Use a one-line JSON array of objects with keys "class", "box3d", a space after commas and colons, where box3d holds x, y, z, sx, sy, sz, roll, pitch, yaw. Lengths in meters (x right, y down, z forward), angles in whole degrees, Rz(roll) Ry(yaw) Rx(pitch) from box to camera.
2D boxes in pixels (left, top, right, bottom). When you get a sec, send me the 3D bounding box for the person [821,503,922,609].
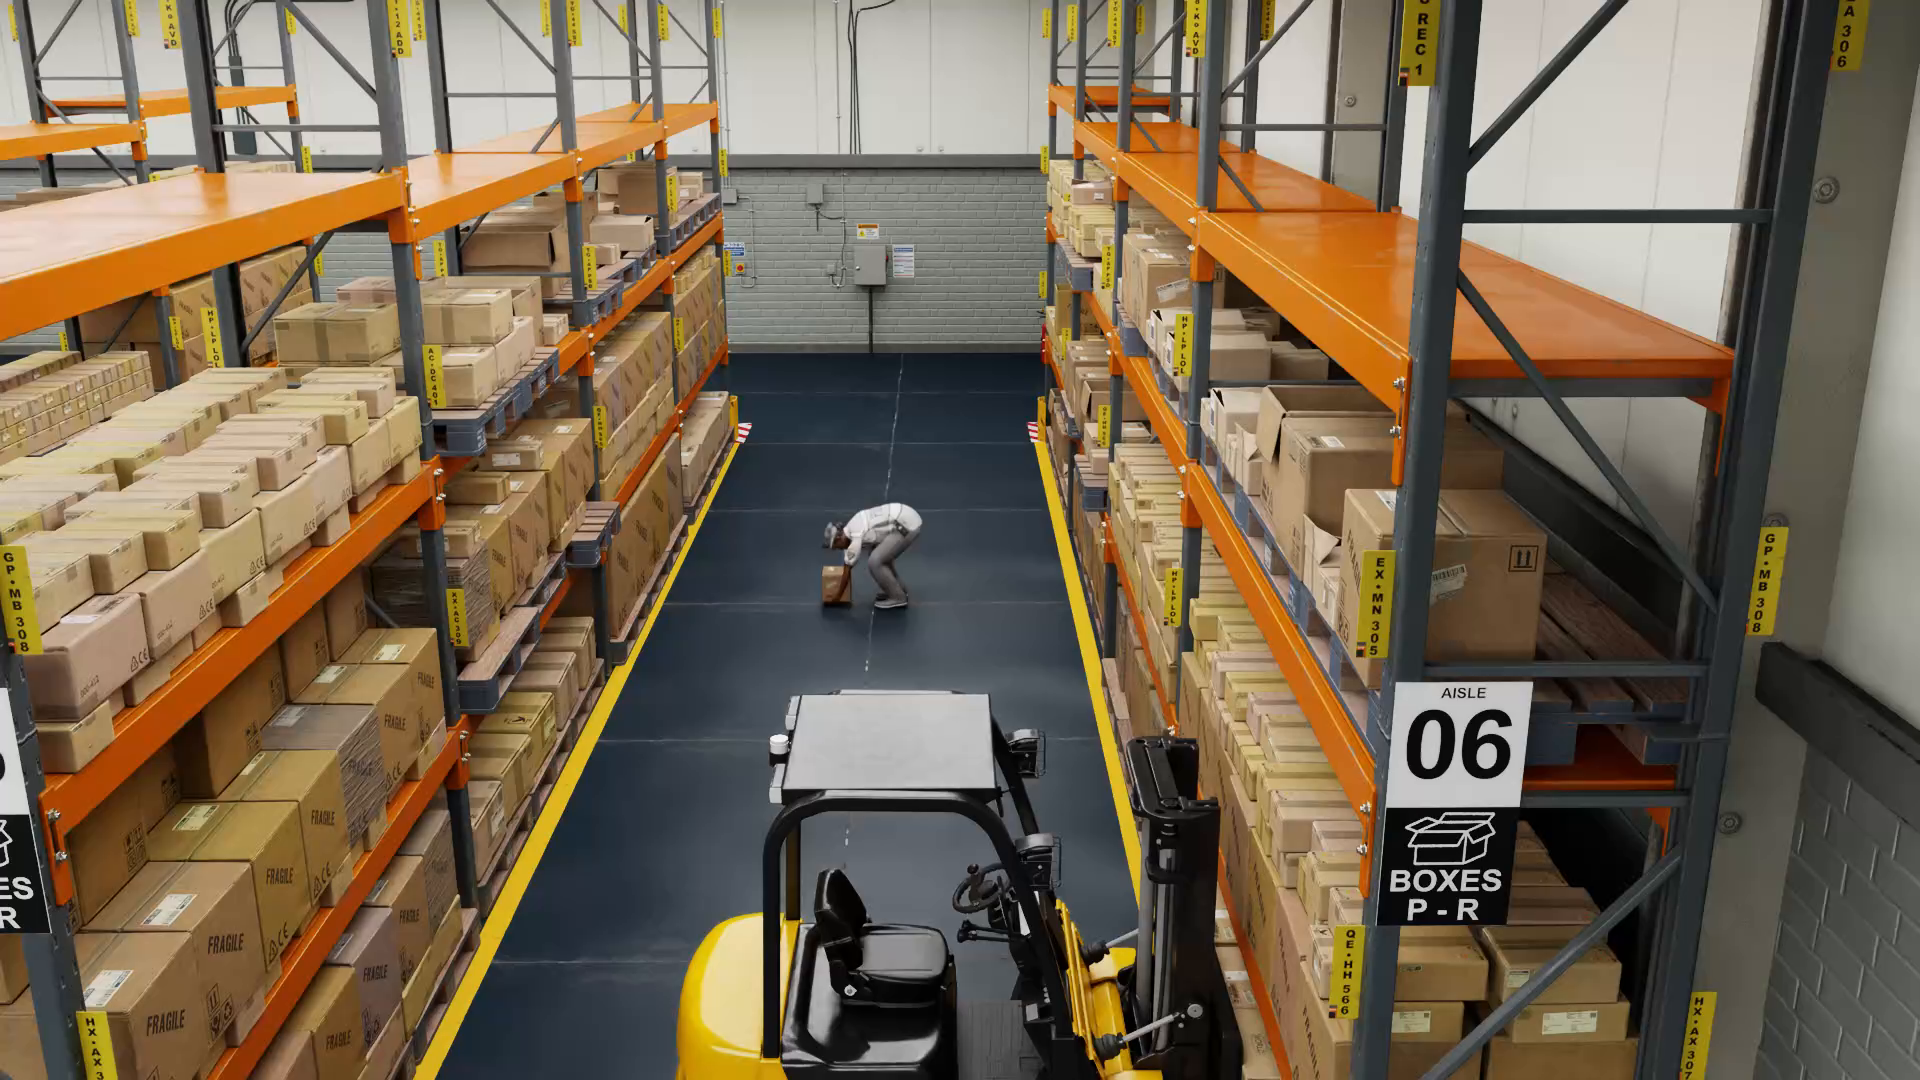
[{"class": "person", "box3d": [-0.788, 0.136, 14.909, 0.904, 0.908, 0.465, -1, 17, -2]}]
